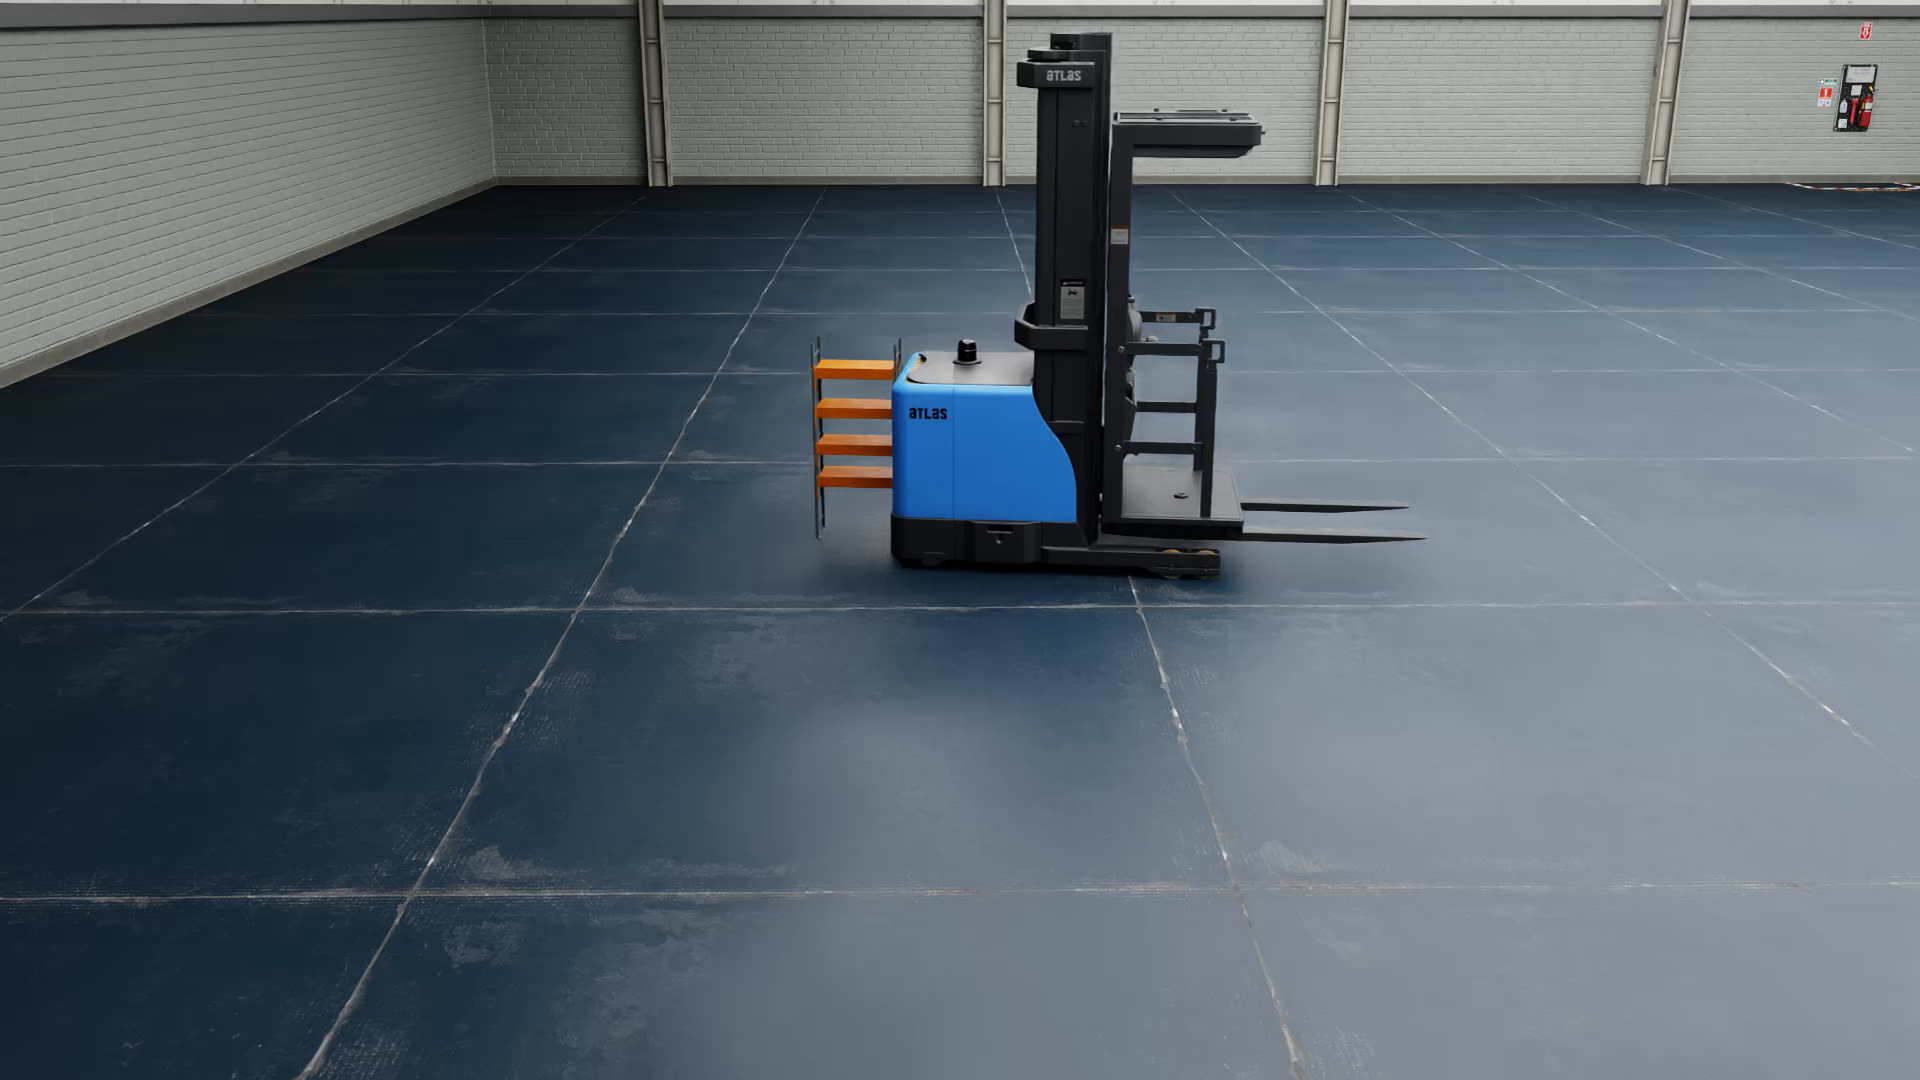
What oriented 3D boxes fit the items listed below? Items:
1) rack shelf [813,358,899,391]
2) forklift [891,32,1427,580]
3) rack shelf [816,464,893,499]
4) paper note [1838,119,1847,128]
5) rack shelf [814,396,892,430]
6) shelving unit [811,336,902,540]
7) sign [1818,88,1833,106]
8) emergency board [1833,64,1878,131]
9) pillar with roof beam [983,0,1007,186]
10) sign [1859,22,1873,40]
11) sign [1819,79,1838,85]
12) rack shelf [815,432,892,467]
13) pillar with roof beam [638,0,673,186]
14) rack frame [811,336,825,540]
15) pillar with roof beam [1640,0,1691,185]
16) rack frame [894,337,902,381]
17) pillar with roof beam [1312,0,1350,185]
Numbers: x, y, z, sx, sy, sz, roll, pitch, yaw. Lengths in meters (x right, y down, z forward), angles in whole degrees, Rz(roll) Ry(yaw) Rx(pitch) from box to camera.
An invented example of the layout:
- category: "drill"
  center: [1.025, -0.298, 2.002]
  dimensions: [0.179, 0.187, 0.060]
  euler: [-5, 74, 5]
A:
- category: "rack shelf"
  center: [-0.610, -0.977, 9.844]
  dimensions: [0.480, 0.148, 0.258]
  euler: [2, 18, 5]
- category: "forklift"
  center: [1.151, -1.341, 9.429]
  dimensions: [3.031, 2.935, 1.130]
  euler: [2, 18, 5]
- category: "rack shelf"
  center: [-0.610, -0.350, 10.045]
  dimensions: [0.480, 0.148, 0.258]
  euler: [2, 18, 5]
- category: "paper note"
  center: [15.961, -7.533, 30.062]
  dimensions: [0.142, 0.148, 0.016]
  euler: [0, 18, -1]
- category: "rack shelf"
  center: [-0.610, -0.752, 9.916]
  dimensions: [0.480, 0.148, 0.258]
  euler: [2, 18, 5]
- category: "shelving unit"
  center: [-0.610, -0.603, 9.964]
  dimensions: [0.503, 1.200, 0.258]
  euler: [2, 18, 5]
- category: "sign"
  center: [15.585, -7.978, 29.949]
  dimensions: [0.234, 0.329, 0.001]
  euler: [0, 18, -1]
- category: "emergency board"
  center: [16.139, -7.932, 29.865]
  dimensions: [0.643, 1.169, 0.194]
  euler: [0, 18, -1]
- category: "pillar with roof beam"
  center: [0.681, -9.388, 24.580]
  dimensions: [0.400, 9.000, 9.100]
  euler: [0, 18, -1]
- category: "sign"
  center: [16.129, -9.067, 29.605]
  dimensions: [0.199, 0.298, 0.001]
  euler: [0, 18, -1]
- category: "sign"
  center: [15.589, -8.228, 29.860]
  dimensions: [0.331, 0.109, 0.001]
  euler: [0, 18, -1]
- category: "rack shelf"
  center: [-0.610, -0.539, 9.984]
  dimensions: [0.480, 0.148, 0.258]
  euler: [2, 18, 5]
- category: "pillar with roof beam"
  center: [-5.319, -9.359, 24.490]
  dimensions: [0.400, 9.000, 9.100]
  euler: [0, 18, -1]
- category: "rack frame"
  center: [-0.853, -0.610, 9.986]
  dimensions: [0.015, 1.200, 0.240]
  euler: [2, 18, 5]
- category: "pillar with roof beam"
  center: [12.679, -9.445, 24.760]
  dimensions: [0.400, 9.000, 9.100]
  euler: [0, 18, -1]
- category: "rack frame"
  center: [-0.367, -0.596, 9.942]
  dimensions: [0.015, 1.200, 0.240]
  euler: [2, 18, 5]
- category: "pillar with roof beam"
  center: [6.680, -9.417, 24.670]
  dimensions: [0.400, 9.000, 9.100]
  euler: [0, 18, -1]
